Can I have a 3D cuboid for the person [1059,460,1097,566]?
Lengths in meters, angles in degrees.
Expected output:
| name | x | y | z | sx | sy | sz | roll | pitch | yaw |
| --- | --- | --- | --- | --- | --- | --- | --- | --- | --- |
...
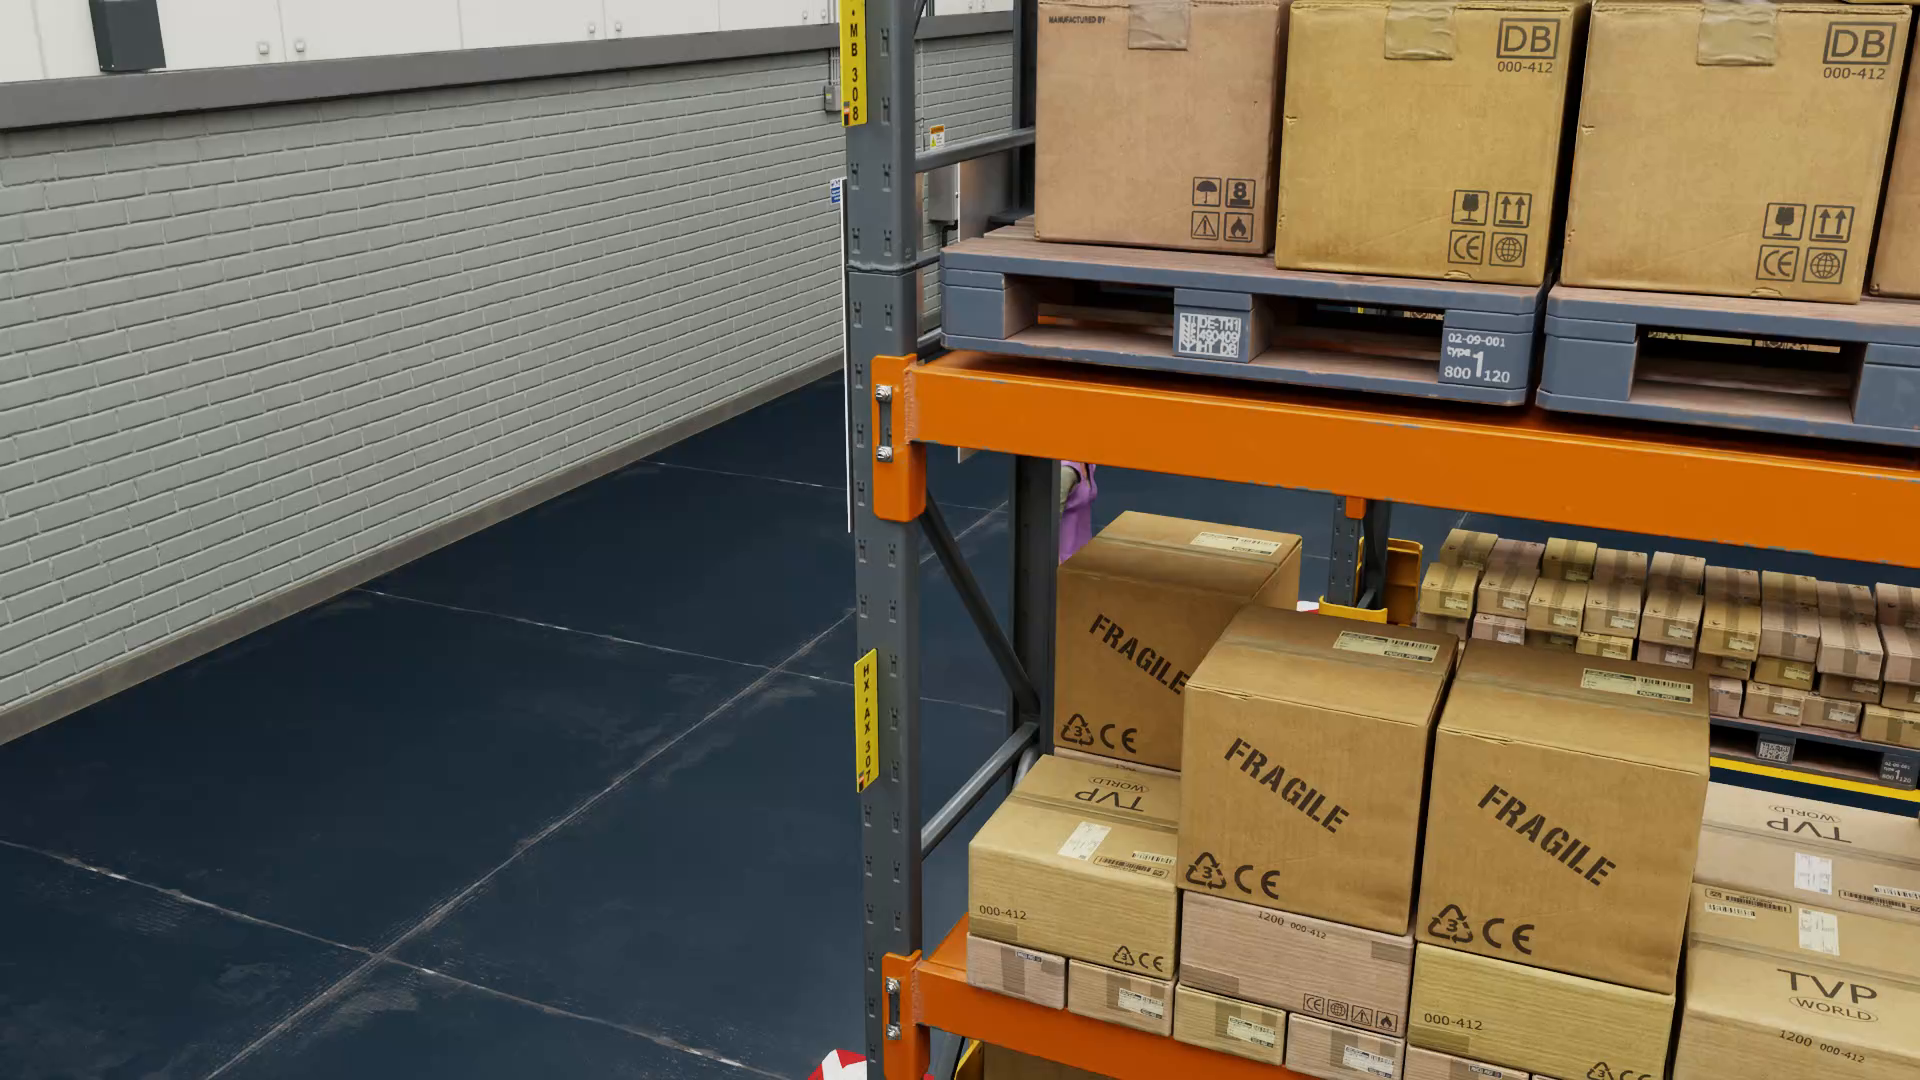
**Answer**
| name | x | y | z | sx | sy | sz | roll | pitch | yaw |
| --- | --- | --- | --- | --- | --- | --- | --- | --- | --- |
| person | 0.540 | 0.108 | 8.275 | 0.346 | 1.593 | 0.464 | 8 | 21 | 23 |
